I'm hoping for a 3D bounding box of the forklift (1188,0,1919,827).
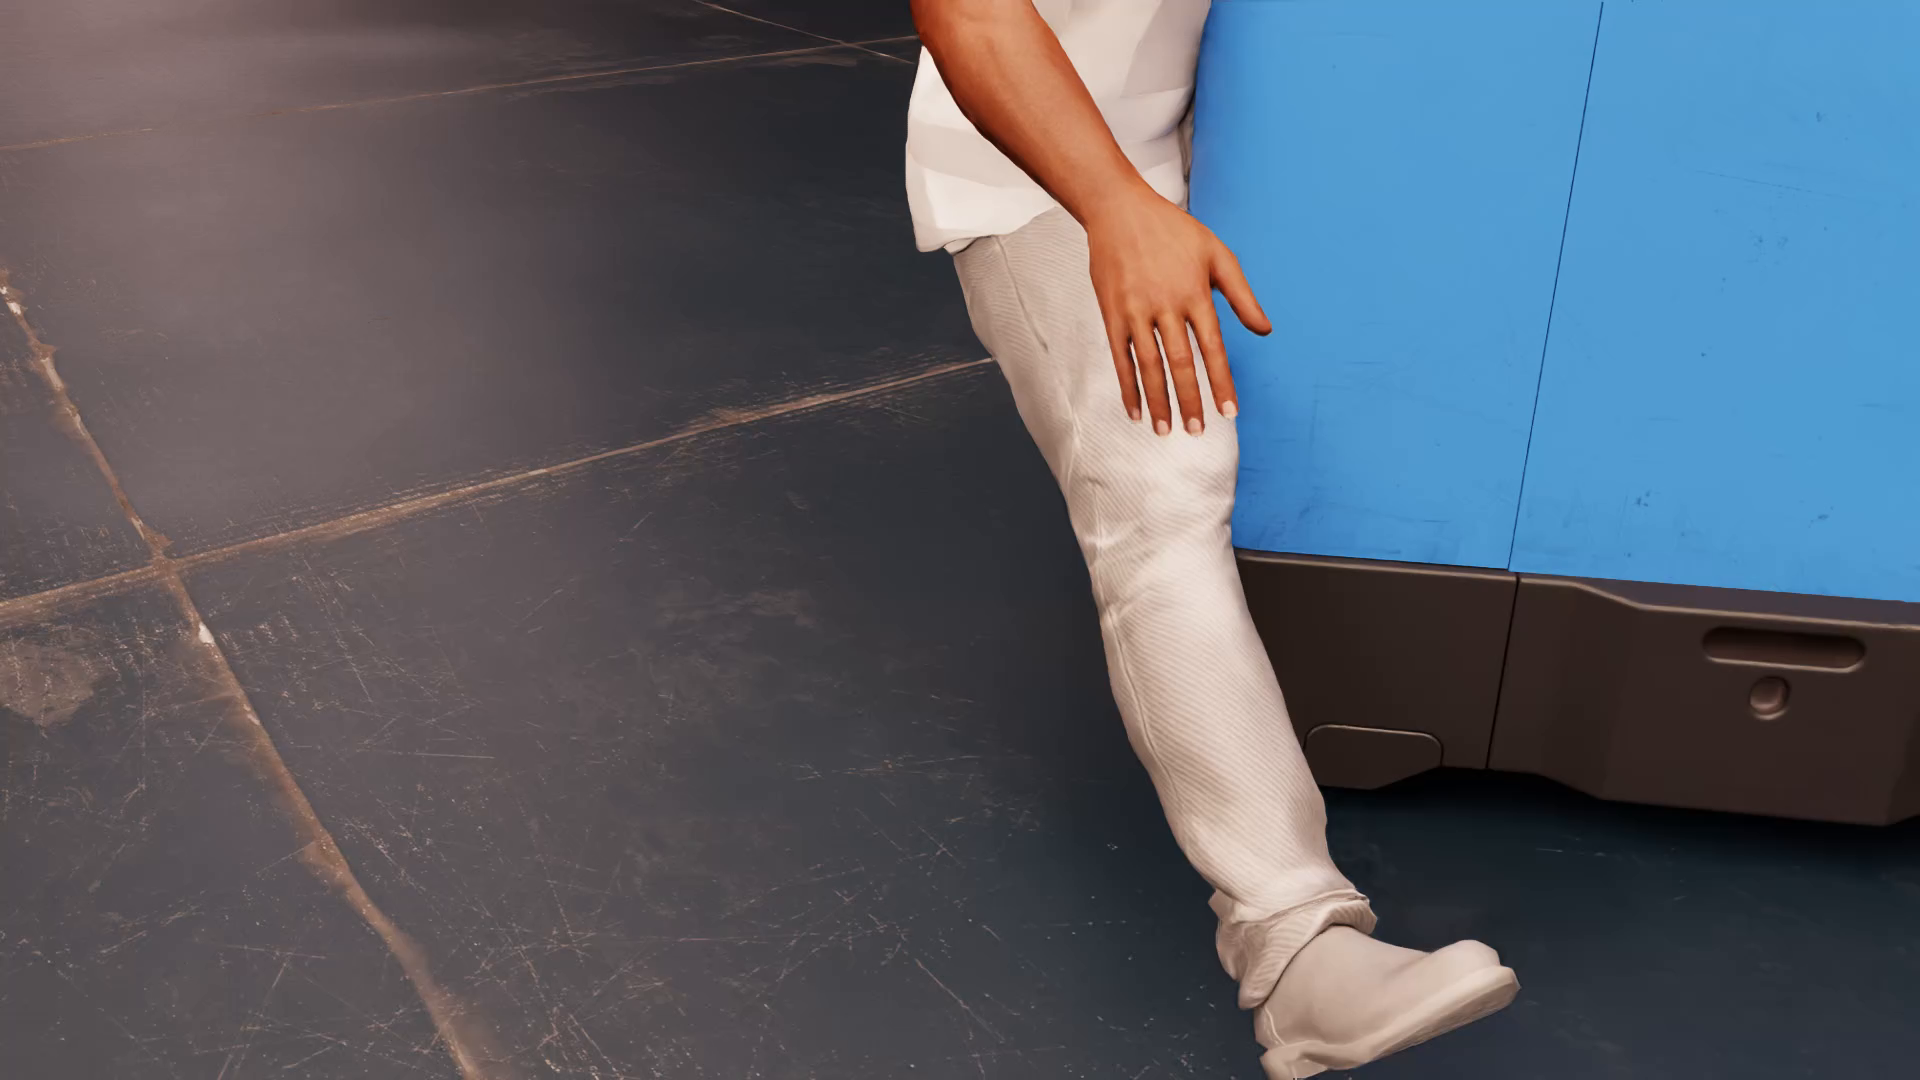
[{"bbox_3d":[1.788,-1.136,1.496,3.031,2.935,1.130,4,27,9],"label":"forklift"}]

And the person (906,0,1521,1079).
[{"bbox_3d":[0.372,-0.351,1.654,1.082,1.415,1.121,-21,34,-36],"label":"person"}]
